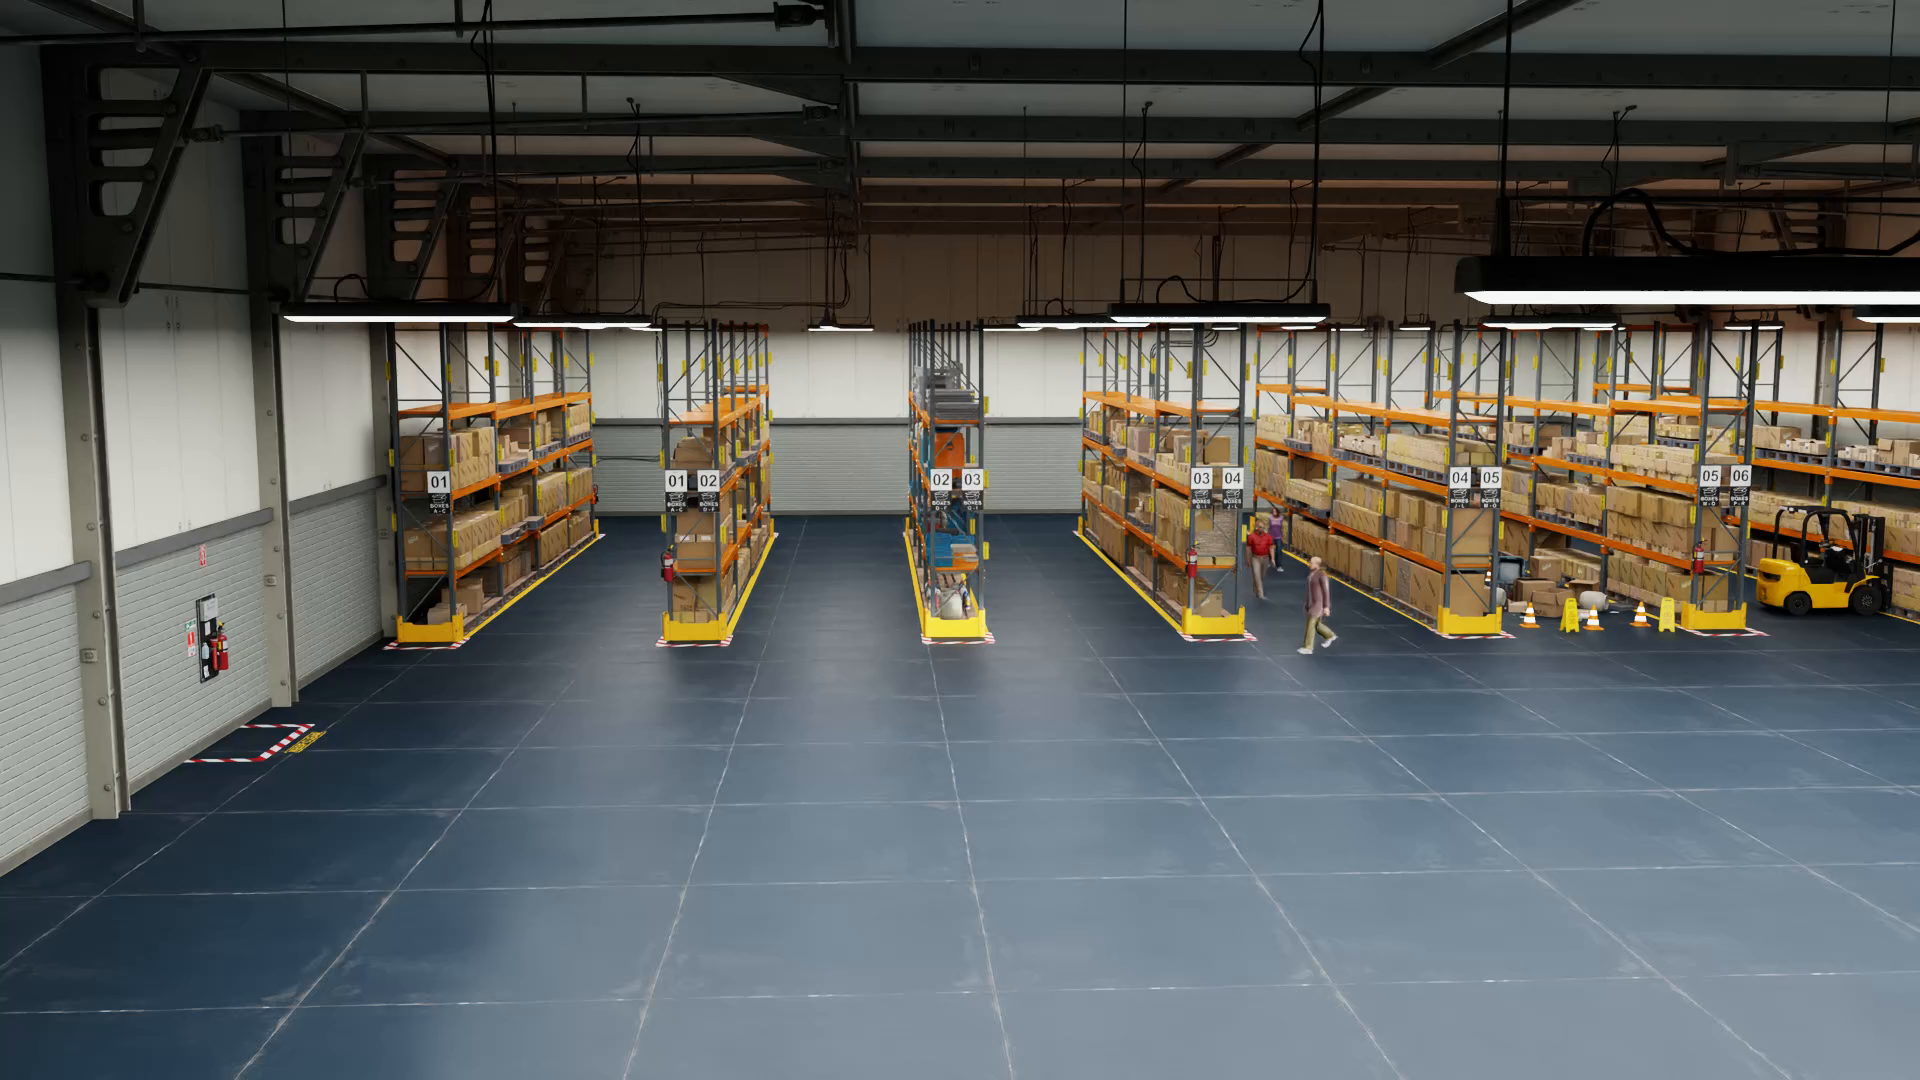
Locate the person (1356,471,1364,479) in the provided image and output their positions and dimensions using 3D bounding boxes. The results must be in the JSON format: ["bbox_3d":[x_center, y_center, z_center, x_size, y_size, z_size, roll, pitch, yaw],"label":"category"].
[{"bbox_3d":[12.020,-1.263,49.899,0.971,1.634,0.481,-2,7,-19],"label":"person"}]

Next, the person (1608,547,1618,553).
[{"bbox_3d":[17.093,-0.532,43.549,0.607,1.759,0.425,-5,9,-35],"label":"person"}]

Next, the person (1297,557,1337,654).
[{"bbox_3d":[6.460,1.160,29.916,1.078,1.737,0.580,-4,8,-30],"label":"person"}]

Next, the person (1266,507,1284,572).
[{"bbox_3d":[7.655,-0.043,40.419,0.505,1.537,0.994,-1,7,-4],"label":"person"}]

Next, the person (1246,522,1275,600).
[{"bbox_3d":[6.511,0.439,35.907,0.554,1.669,1.046,-1,7,-11],"label":"person"}]
